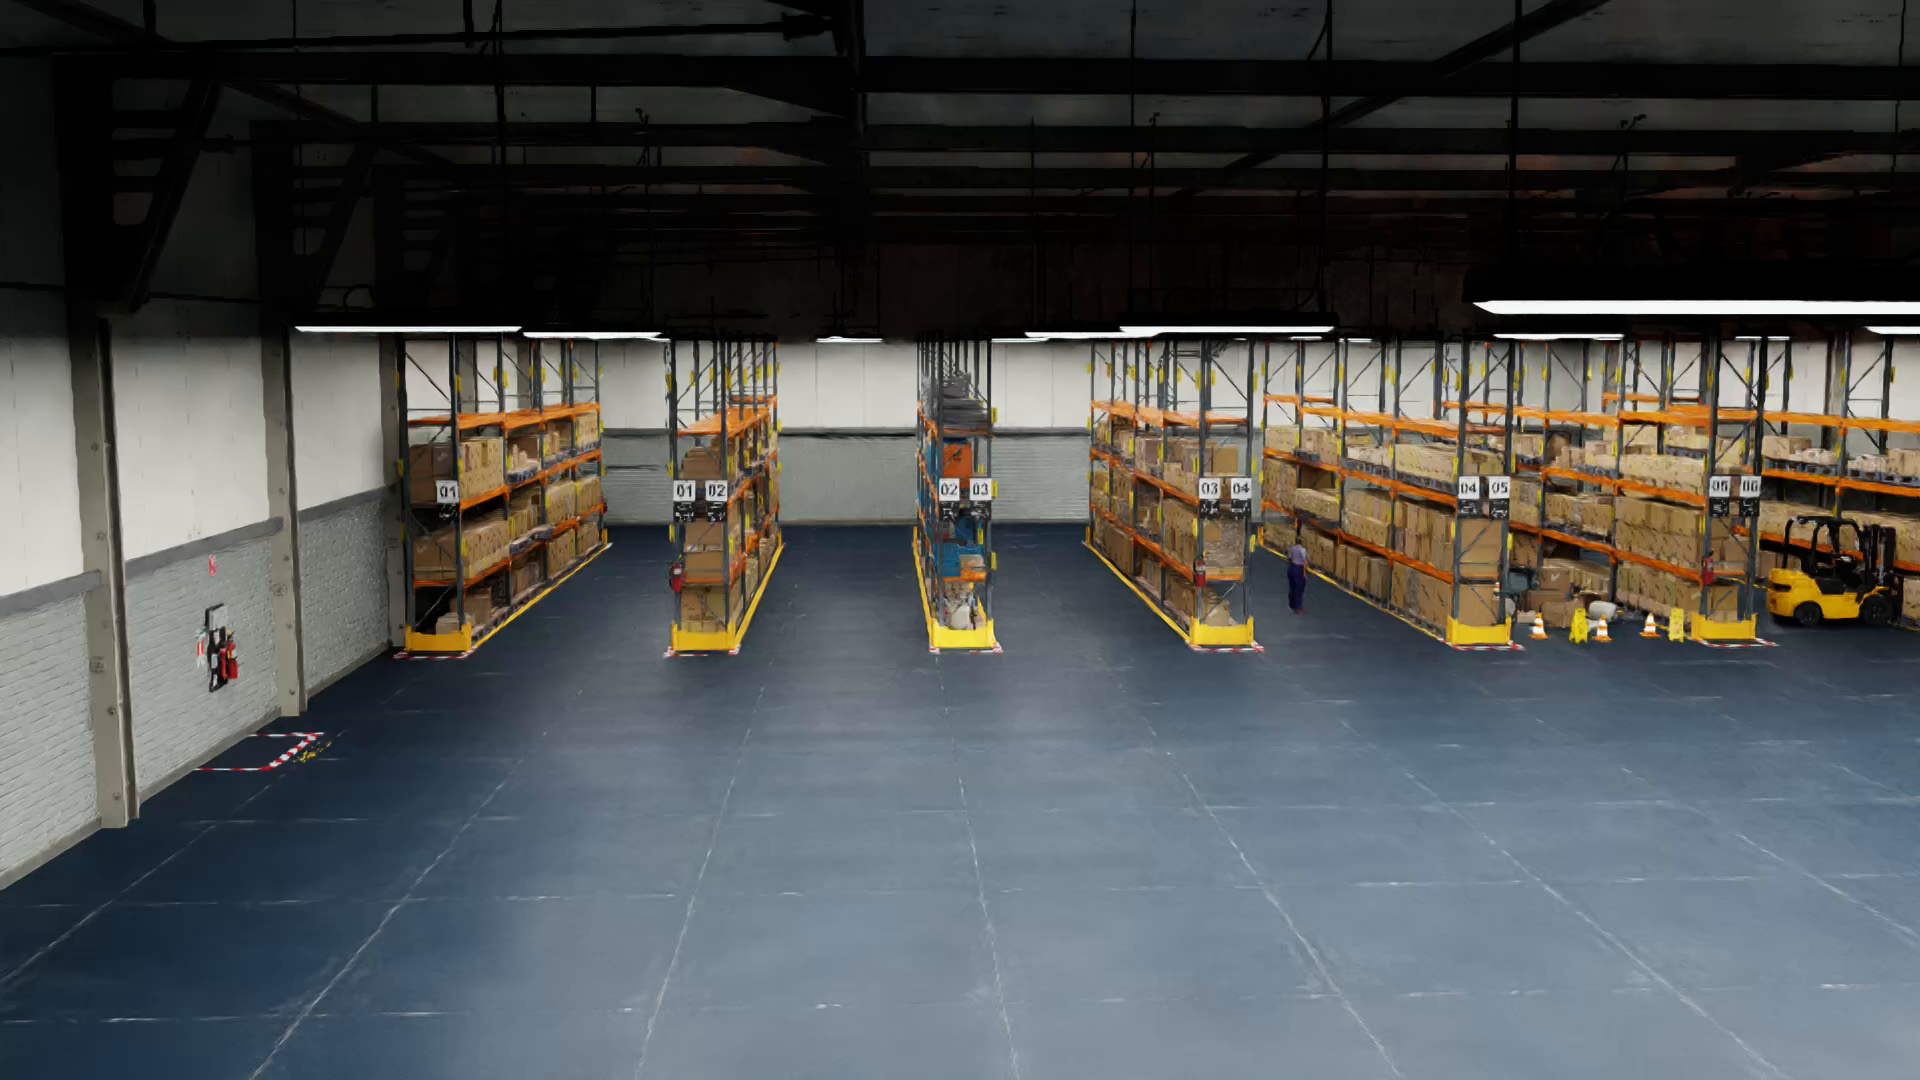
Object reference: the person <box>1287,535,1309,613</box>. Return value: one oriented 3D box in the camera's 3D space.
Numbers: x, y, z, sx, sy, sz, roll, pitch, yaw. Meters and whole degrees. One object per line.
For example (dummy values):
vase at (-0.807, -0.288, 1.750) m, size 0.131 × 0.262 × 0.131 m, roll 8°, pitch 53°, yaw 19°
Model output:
person at (7.256, 0.704, 35.610) m, size 0.430 × 1.653 × 0.530 m, roll -4°, pitch 8°, yaw -32°

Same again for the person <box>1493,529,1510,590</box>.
person at (12.403, 0.385, 38.158) m, size 0.564 × 1.666 × 0.563 m, roll 3°, pitch 7°, yaw 25°
